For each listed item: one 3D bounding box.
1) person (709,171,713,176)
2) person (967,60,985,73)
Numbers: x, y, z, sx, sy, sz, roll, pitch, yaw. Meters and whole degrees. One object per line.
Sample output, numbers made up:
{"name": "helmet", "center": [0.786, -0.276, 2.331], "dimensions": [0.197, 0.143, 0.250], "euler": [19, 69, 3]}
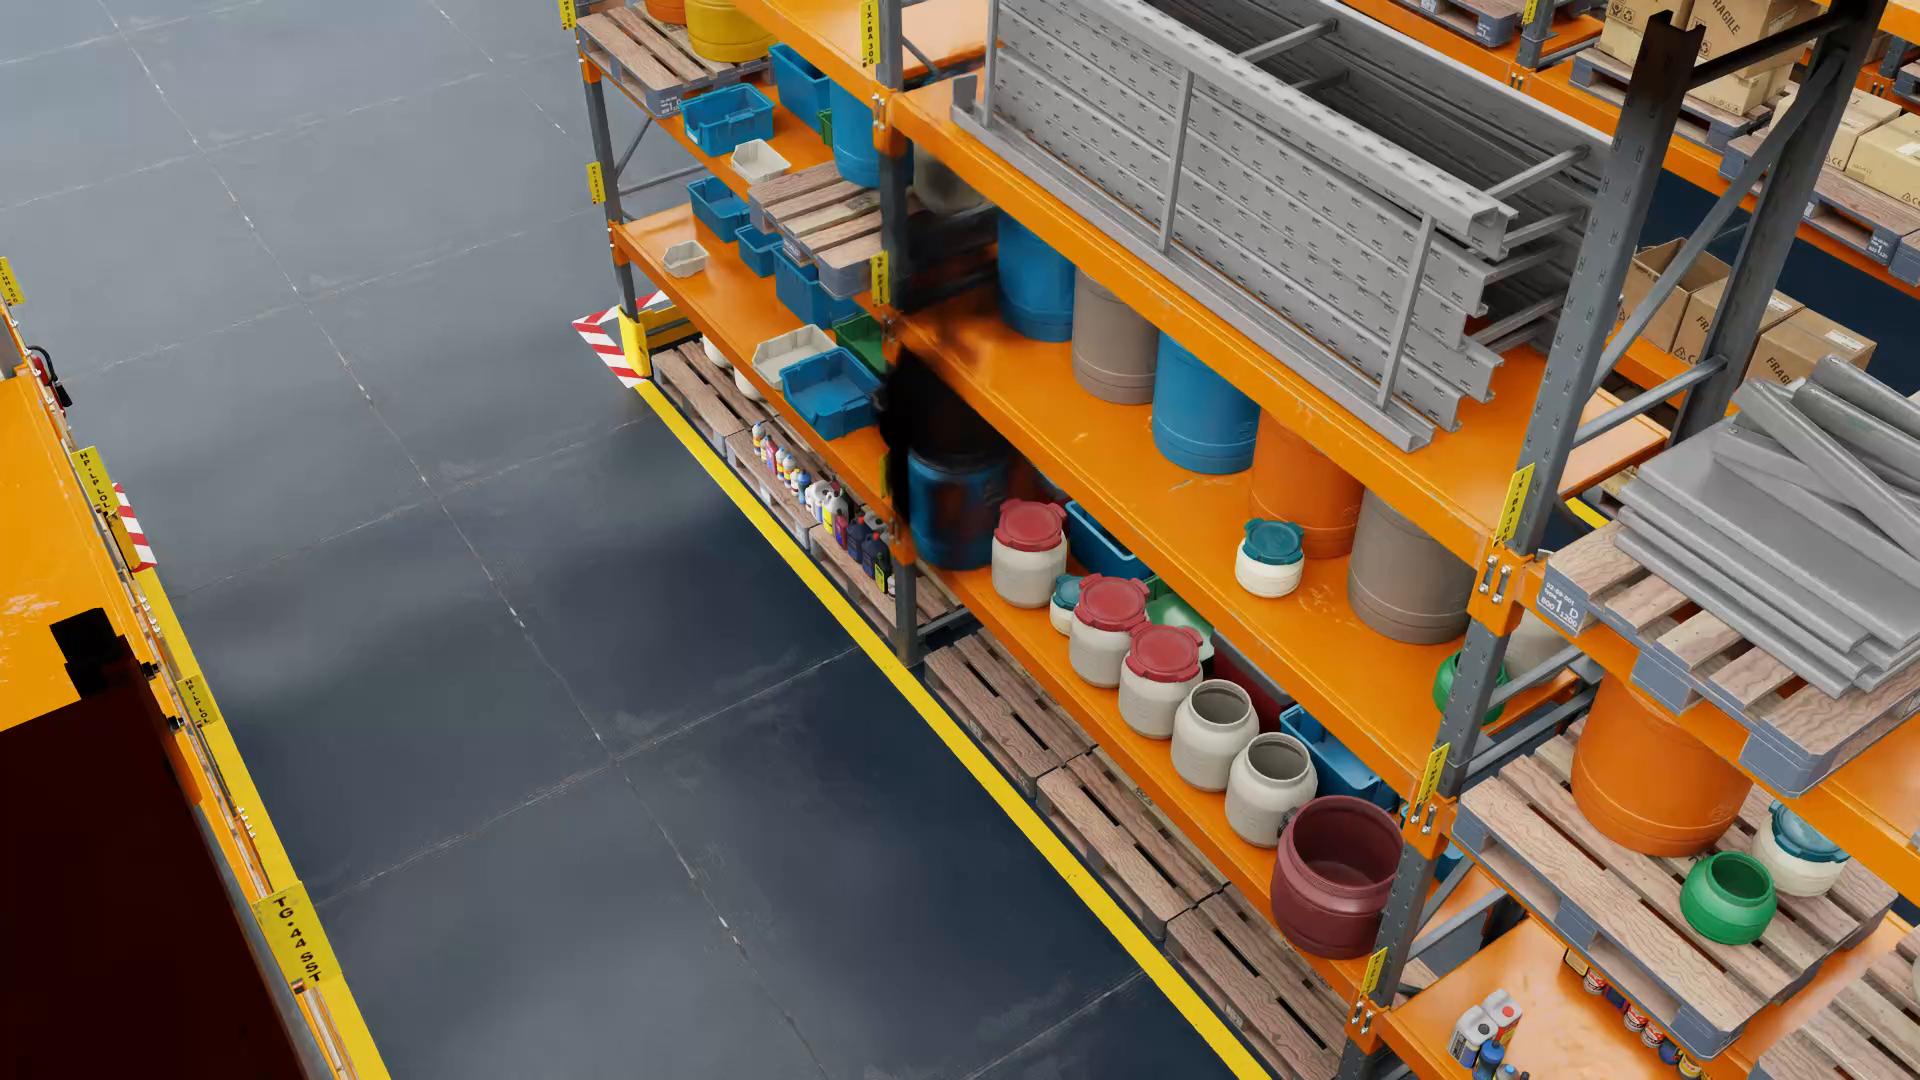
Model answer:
{"name": "person", "center": [-1.900, -3.262, 14.062], "dimensions": [0.609, 1.708, 0.672], "euler": [20, 46, 21]}
{"name": "person", "center": [0.322, -4.917, 15.874], "dimensions": [0.849, 1.691, 0.597], "euler": [-6, 43, -6]}
